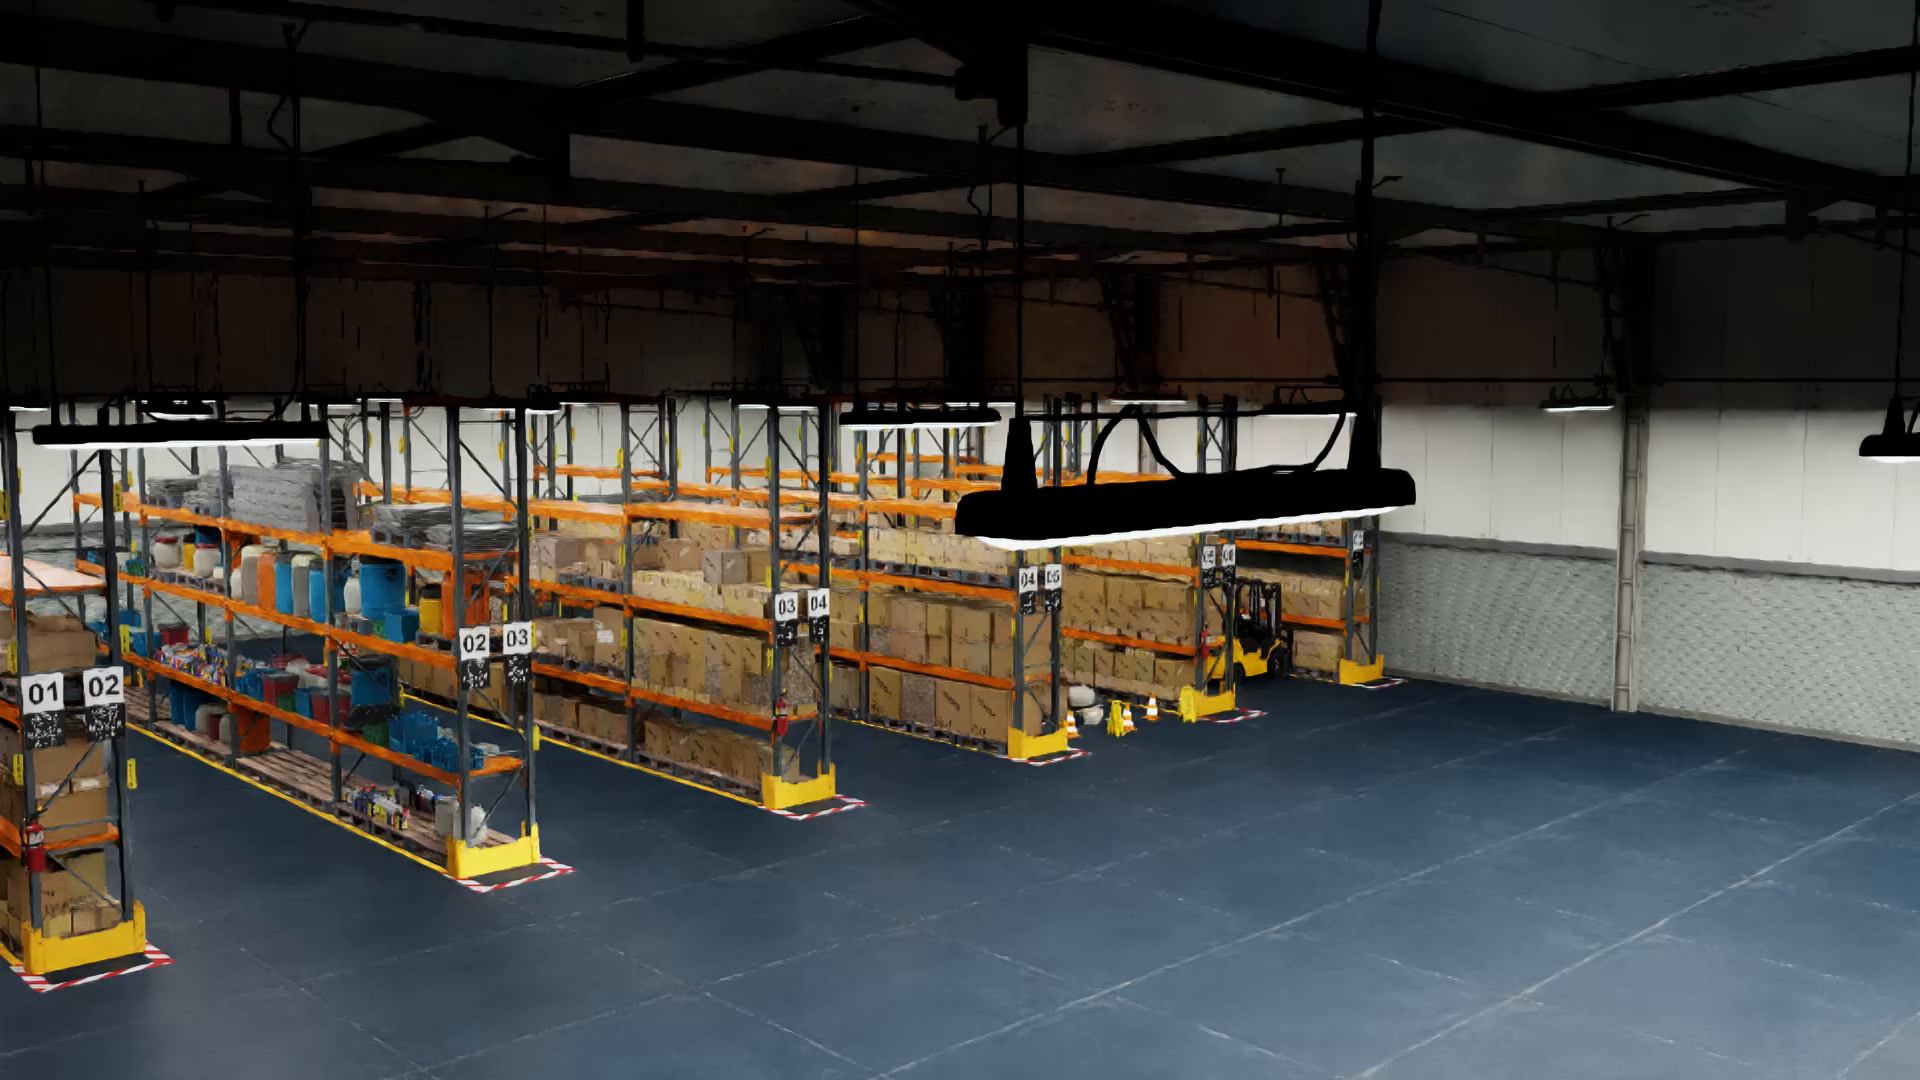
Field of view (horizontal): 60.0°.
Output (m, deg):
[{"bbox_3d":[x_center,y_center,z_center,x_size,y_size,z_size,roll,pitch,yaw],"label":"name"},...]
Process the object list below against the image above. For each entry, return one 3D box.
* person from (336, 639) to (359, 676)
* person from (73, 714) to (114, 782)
[{"bbox_3d":[-12.082,2.292,32.840,0.553,1.709,1.123,-5,7,-41],"label":"person"},{"bbox_3d":[-13.472,3.030,25.955,0.574,1.611,0.625,5,8,44],"label":"person"}]
